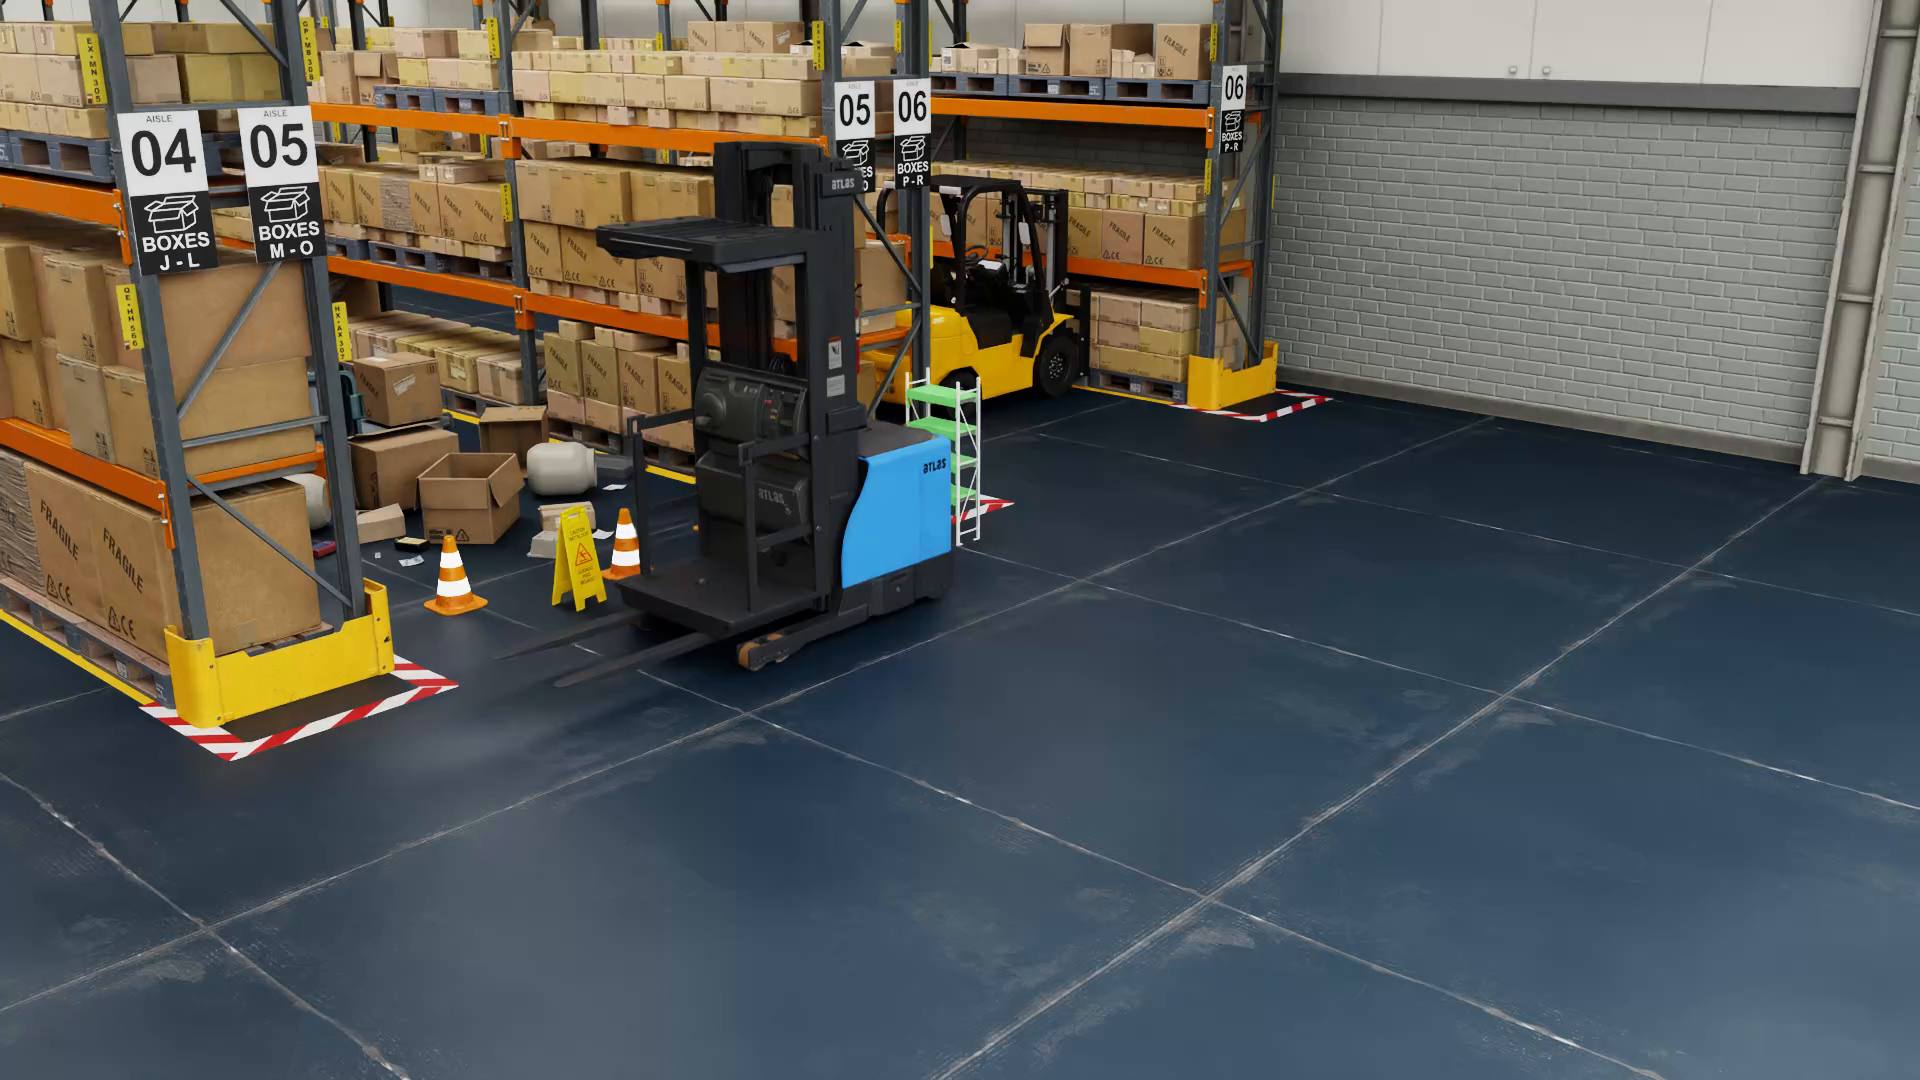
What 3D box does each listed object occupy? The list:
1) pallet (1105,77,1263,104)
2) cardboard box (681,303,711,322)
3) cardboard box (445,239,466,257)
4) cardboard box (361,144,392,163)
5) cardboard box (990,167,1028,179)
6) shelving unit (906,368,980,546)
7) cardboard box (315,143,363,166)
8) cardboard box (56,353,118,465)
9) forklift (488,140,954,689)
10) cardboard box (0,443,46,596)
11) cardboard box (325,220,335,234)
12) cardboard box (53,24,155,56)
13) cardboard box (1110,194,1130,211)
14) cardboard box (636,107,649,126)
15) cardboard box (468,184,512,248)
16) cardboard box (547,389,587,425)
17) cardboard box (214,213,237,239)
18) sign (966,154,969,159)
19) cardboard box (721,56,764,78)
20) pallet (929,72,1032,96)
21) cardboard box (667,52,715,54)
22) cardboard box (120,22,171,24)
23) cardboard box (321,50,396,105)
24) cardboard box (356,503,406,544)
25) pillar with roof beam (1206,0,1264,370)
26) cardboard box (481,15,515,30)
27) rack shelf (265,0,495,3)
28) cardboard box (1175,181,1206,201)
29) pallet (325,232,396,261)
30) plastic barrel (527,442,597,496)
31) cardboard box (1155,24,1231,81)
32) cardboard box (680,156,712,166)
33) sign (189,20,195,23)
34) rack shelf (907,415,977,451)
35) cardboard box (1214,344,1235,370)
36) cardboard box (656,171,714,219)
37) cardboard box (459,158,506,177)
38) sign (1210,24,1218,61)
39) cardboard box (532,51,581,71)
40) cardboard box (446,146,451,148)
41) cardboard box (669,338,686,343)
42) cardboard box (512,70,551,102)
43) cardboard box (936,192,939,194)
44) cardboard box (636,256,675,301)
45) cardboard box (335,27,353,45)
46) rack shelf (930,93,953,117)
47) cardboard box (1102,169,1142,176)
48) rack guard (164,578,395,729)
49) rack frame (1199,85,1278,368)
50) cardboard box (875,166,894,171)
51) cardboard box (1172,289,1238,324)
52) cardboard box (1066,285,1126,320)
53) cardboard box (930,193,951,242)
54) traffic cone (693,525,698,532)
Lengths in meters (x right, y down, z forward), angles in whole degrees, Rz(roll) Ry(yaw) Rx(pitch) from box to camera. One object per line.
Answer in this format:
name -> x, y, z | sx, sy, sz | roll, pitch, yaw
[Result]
pallet -> 2.176, -4.380, 16.141 | 1.213, 0.211, 1.003 | 15, 23, 39
cardboard box -> -2.029, -1.869, 13.456 | 0.250, 0.149, 0.380 | 15, 23, 39
cardboard box -> -4.567, -2.746, 15.526 | 0.250, 0.149, 0.380 | 15, 23, 38
cardboard box -> -9.119, -5.975, 25.737 | 0.500, 0.250, 0.500 | 15, 23, 40
cardboard box -> 0.526, -3.813, 17.438 | 0.250, 0.149, 0.380 | 15, 23, 38
shelving unit -> -0.124, -0.605, 12.035 | 0.503, 1.200, 0.258 | 15, 23, 39
cardboard box -> -6.795, -4.006, 17.956 | 0.500, 0.500, 0.500 | 14, 22, 37
cardboard box -> -4.548, -0.822, 9.494 | 0.550, 0.550, 0.875 | 15, 23, 39
forklift -> -1.394, -0.804, 9.801 | 1.130, 2.935, 3.031 | 15, 23, 39
cardboard box -> -5.706, -0.249, 10.755 | 0.875, 0.875, 0.875 | 15, 23, 40
cardboard box -> -6.279, -3.236, 17.070 | 0.250, 0.149, 0.380 | 13, 22, 36
cardboard box -> -4.292, -2.509, 8.338 | 0.250, 0.149, 0.380 | 15, 23, 40
cardboard box -> 1.700, -3.370, 16.536 | 0.250, 0.149, 0.380 | 15, 23, 39
cardboard box -> -2.371, -3.405, 13.340 | 0.250, 0.149, 0.380 | 15, 23, 40
cardboard box -> -4.094, -2.954, 15.111 | 0.500, 0.500, 0.500 | 15, 23, 38
cardboard box -> -3.334, -1.234, 14.892 | 0.500, 0.250, 0.500 | 14, 22, 37
cardboard box -> -7.897, -3.502, 18.436 | 0.500, 0.250, 0.500 | 15, 23, 39
sign -> 0.063, -4.224, 18.900 | 0.005, 0.325, 0.100 | 15, 23, 39
cardboard box -> -1.579, -3.582, 12.578 | 0.250, 0.149, 0.380 | 15, 23, 40
pallet -> 0.351, -4.870, 17.685 | 1.213, 0.211, 1.003 | 15, 23, 39
cardboard box -> -2.199, -3.954, 13.752 | 0.250, 0.149, 0.380 | 15, 23, 40
cardboard box -> -4.613, -2.862, 9.449 | 0.250, 0.149, 0.380 | 15, 23, 38
cardboard box -> -5.886, -4.612, 16.561 | 0.500, 0.500, 0.700 | 15, 23, 39
cardboard box -> -4.298, -0.152, 12.152 | 0.396, 0.266, 0.258 | -13, 22, -36
pillar with roof beam -> -0.093, -5.074, 13.222 | 0.400, 9.000, 9.100 | 15, 23, 39
cardboard box -> -6.294, -7.012, 22.666 | 0.258, 0.266, 0.396 | 15, 23, 39
rack shelf -> -5.092, -5.251, 15.633 | 4.000, 0.370, 1.077 | 15, 23, 39
cardboard box -> 2.280, -3.367, 16.034 | 0.250, 0.149, 0.380 | 15, 23, 39
pallet -> -5.984, -3.117, 17.290 | 1.003, 0.211, 1.213 | 15, 23, 39
plastic barrel -> -3.154, -0.565, 13.192 | 0.512, 0.421, 0.421 | -3, 18, -8
cardboard box -> 2.195, -4.603, 15.675 | 0.500, 0.500, 0.500 | 16, 24, 41
cardboard box -> -3.253, -4.677, 20.652 | 0.250, 0.149, 0.380 | 16, 24, 41
sign -> -9.227, -6.081, 19.980 | 0.005, 0.325, 0.100 | 15, 23, 39
rack shelf -> -0.124, -0.773, 11.982 | 0.480, 0.148, 0.258 | 15, 23, 39
cardboard box -> 2.450, -1.877, 16.918 | 0.500, 0.250, 0.500 | 15, 23, 39
cardboard box -> -1.955, -2.622, 13.106 | 0.500, 0.500, 0.700 | 15, 23, 39
cardboard box -> -4.594, -3.592, 16.047 | 0.250, 0.149, 0.380 | 17, 24, 42
sign -> 2.317, -4.539, 15.162 | 0.005, 0.325, 0.100 | 15, 23, 39
cardboard box -> -3.364, -4.031, 13.994 | 0.250, 0.149, 0.380 | 16, 24, 41
cardboard box -> -8.007, -5.891, 25.471 | 0.500, 0.250, 0.500 | 16, 24, 41
cardboard box -> -2.212, -1.509, 14.519 | 0.500, 0.500, 0.500 | 17, 24, 42
cardboard box -> -3.449, -3.874, 14.156 | 0.500, 0.250, 0.500 | 14, 23, 38
cardboard box -> -0.046, -3.829, 17.981 | 0.250, 0.149, 0.380 | 16, 23, 41
cardboard box -> -2.303, -2.266, 13.635 | 0.500, 0.500, 0.500 | 15, 23, 40
cardboard box -> -9.114, -7.649, 25.227 | 0.500, 0.250, 0.500 | 15, 23, 39
rack shelf -> -1.800, -5.136, 19.567 | 4.000, 0.370, 1.077 | 15, 23, 39
cardboard box -> 1.678, -3.744, 17.221 | 0.250, 0.149, 0.380 | 14, 23, 38
rack guard -> -3.797, 0.616, 9.345 | 0.348, 0.500, 1.175 | 15, 23, 39
rack frame -> 2.687, -2.845, 16.116 | 0.127, 3.000, 1.000 | 15, 23, 39
cardboard box -> -0.777, -4.240, 19.274 | 0.250, 0.149, 0.380 | 15, 23, 39
cardboard box -> 2.454, -2.350, 16.756 | 0.500, 0.250, 0.500 | 15, 23, 38
cardboard box -> 1.366, -2.433, 17.017 | 0.500, 0.250, 0.500 | 15, 23, 40
cardboard box -> -0.146, -3.547, 18.165 | 0.500, 0.500, 0.500 | 14, 22, 38
traffic cone -> -1.782, -0.306, 12.311 | 0.334, 0.463, 0.336 | 15, 23, 39
